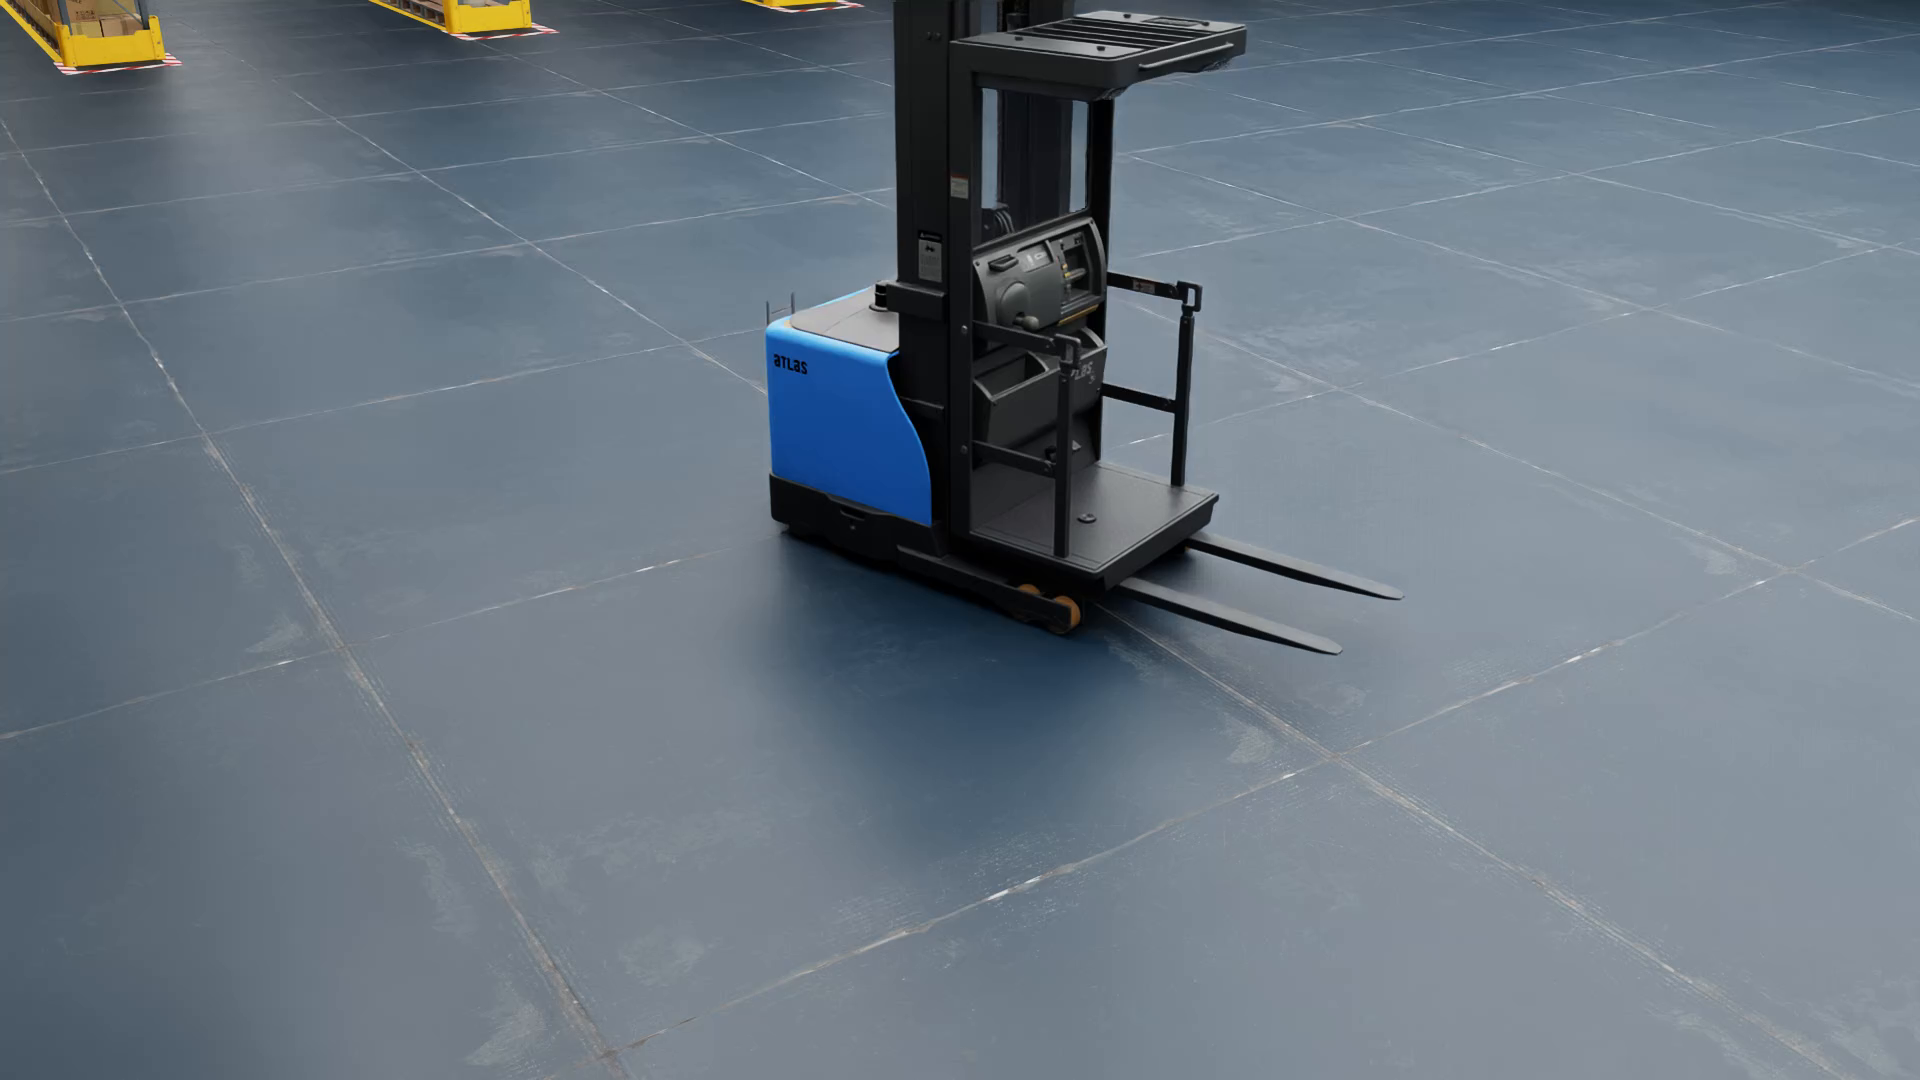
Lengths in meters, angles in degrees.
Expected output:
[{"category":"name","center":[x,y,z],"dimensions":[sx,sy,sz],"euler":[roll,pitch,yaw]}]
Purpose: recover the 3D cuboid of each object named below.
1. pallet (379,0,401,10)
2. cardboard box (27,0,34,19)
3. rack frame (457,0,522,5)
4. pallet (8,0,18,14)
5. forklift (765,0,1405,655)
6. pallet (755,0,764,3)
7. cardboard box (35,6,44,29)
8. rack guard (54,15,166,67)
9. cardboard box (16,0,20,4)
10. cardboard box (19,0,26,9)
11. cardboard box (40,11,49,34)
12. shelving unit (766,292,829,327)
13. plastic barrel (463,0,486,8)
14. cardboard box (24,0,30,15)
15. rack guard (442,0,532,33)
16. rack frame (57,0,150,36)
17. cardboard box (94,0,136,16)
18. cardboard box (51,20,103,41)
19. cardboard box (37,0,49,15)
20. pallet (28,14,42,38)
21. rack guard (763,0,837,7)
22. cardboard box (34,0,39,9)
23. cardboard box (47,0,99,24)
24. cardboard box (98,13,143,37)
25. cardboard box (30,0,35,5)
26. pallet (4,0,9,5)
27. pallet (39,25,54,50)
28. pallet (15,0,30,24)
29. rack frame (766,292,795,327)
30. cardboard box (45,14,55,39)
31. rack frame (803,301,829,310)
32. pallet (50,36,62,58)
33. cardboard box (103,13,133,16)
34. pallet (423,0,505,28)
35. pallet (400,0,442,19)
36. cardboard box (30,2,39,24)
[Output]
[{"category":"pallet","center":[-8.466,-8.532,26.076],"dimensions":[1.003,0.211,1.213],"euler":[-16,29,-30]},{"category":"cardboard box","center":[-12.682,-7.420,23.182],"dimensions":[0.500,0.250,0.500],"euler":[-16,29,-30]},{"category":"rack frame","center":[-6.614,-8.612,22.979],"dimensions":[1.000,3.000,0.127],"euler":[-16,29,-30]},{"category":"pallet","center":[-14.055,-8.320,25.627],"dimensions":[1.003,0.211,1.213],"euler":[-16,29,-30]},{"category":"forklift","center":[0.530,-1.166,7.286],"dimensions":[3.031,2.935,1.130],"euler":[18,31,33]},{"category":"pallet","center":[-2.919,-8.831,26.710],"dimensions":[1.003,0.211,1.213],"euler":[-16,29,-30]},{"category":"cardboard box","center":[-12.135,-7.062,22.425],"dimensions":[0.500,0.250,0.500],"euler":[-16,29,-30]},{"category":"rack guard","center":[-10.753,-6.320,21.052],"dimensions":[1.175,0.500,0.348],"euler":[-16,29,-30]},{"category":"cardboard box","center":[-13.694,-8.098,24.620],"dimensions":[0.500,0.250,0.500],"euler":[-16,30,-30]},{"category":"cardboard box","center":[-13.419,-7.917,24.236],"dimensions":[0.500,0.250,0.500],"euler":[-16,30,-30]},{"category":"cardboard box","center":[-11.864,-6.883,22.045],"dimensions":[0.500,0.250,0.500],"euler":[-16,29,-30]},{"category":"shelving unit","center":[-0.811,-0.723,8.551],"dimensions":[0.252,1.050,0.215],"euler":[18,31,33]},{"category":"plastic barrel","center":[-7.037,-7.894,23.881],"dimensions":[0.421,0.512,0.421],"euler":[0,25,0]},{"category":"cardboard box","center":[-12.951,-7.600,23.564],"dimensions":[0.500,0.250,0.500],"euler":[-16,29,-30]},{"category":"rack guard","center":[-6.695,-7.498,23.547],"dimensions":[1.175,0.500,0.348],"euler":[-16,29,-30]},{"category":"rack frame","center":[-10.766,-7.459,20.537],"dimensions":[1.000,3.000,0.127],"euler":[-16,29,-30]},{"category":"cardboard box","center":[-11.147,-7.167,21.768],"dimensions":[0.500,0.500,0.500],"euler":[-16,29,-30]},{"category":"cardboard box","center":[-11.306,-6.528,21.294],"dimensions":[0.500,0.250,0.500],"euler":[-16,29,-30]},{"category":"cardboard box","center":[-11.866,-7.221,21.884],"dimensions":[0.500,0.500,0.500],"euler":[-16,29,-30]},{"category":"pallet","center":[-12.551,-7.334,23.539],"dimensions":[1.003,0.211,1.213],"euler":[-16,29,-30]},{"category":"rack guard","center":[-2.506,-8.663,26.015],"dimensions":[1.175,0.500,0.348],"euler":[-16,29,-30]},{"category":"cardboard box","center":[-12.138,-7.400,22.263],"dimensions":[0.500,0.500,0.500],"euler":[-16,29,-30]},{"category":"cardboard box","center":[-11.308,-6.867,21.133],"dimensions":[0.500,0.500,0.500],"euler":[-16,29,-30]},{"category":"cardboard box","center":[-10.872,-6.649,21.550],"dimensions":[0.500,0.250,0.500],"euler":[-16,29,-30]},{"category":"cardboard box","center":[-12.413,-7.579,22.641],"dimensions":[0.500,0.500,0.500],"euler":[-16,29,-30]},{"category":"pallet","center":[-14.717,-8.756,26.550],"dimensions":[1.003,0.211,1.213],"euler":[-16,29,-30]},{"category":"pallet","center":[-11.881,-6.898,22.614],"dimensions":[1.003,0.211,1.213],"euler":[-16,29,-30]},{"category":"pallet","center":[-13.385,-7.883,24.701],"dimensions":[1.003,0.211,1.213],"euler":[-16,29,-30]},{"category":"rack frame","center":[-0.908,-0.754,8.618],"dimensions":[0.008,1.050,0.200],"euler":[18,31,33]},{"category":"cardboard box","center":[-11.589,-6.704,21.667],"dimensions":[0.500,0.250,0.500],"euler":[-16,29,-30]},{"category":"rack frame","center":[-0.714,-0.691,8.484],"dimensions":[0.008,1.050,0.200],"euler":[18,31,33]},{"category":"pallet","center":[-11.219,-6.462,21.691],"dimensions":[1.003,0.211,1.213],"euler":[-16,29,-30]},{"category":"cardboard box","center":[-11.149,-6.827,21.927],"dimensions":[0.500,0.250,0.500],"euler":[-16,29,-30]},{"category":"pallet","center":[-7.134,-7.659,24.227],"dimensions":[1.003,0.211,1.213],"euler":[-16,29,-30]},{"category":"pallet","center":[-7.796,-8.095,25.150],"dimensions":[1.003,0.211,1.213],"euler":[-16,29,-30]},{"category":"cardboard box","center":[-12.413,-7.240,22.801],"dimensions":[0.500,0.250,0.500],"euler":[-16,29,-30]}]
